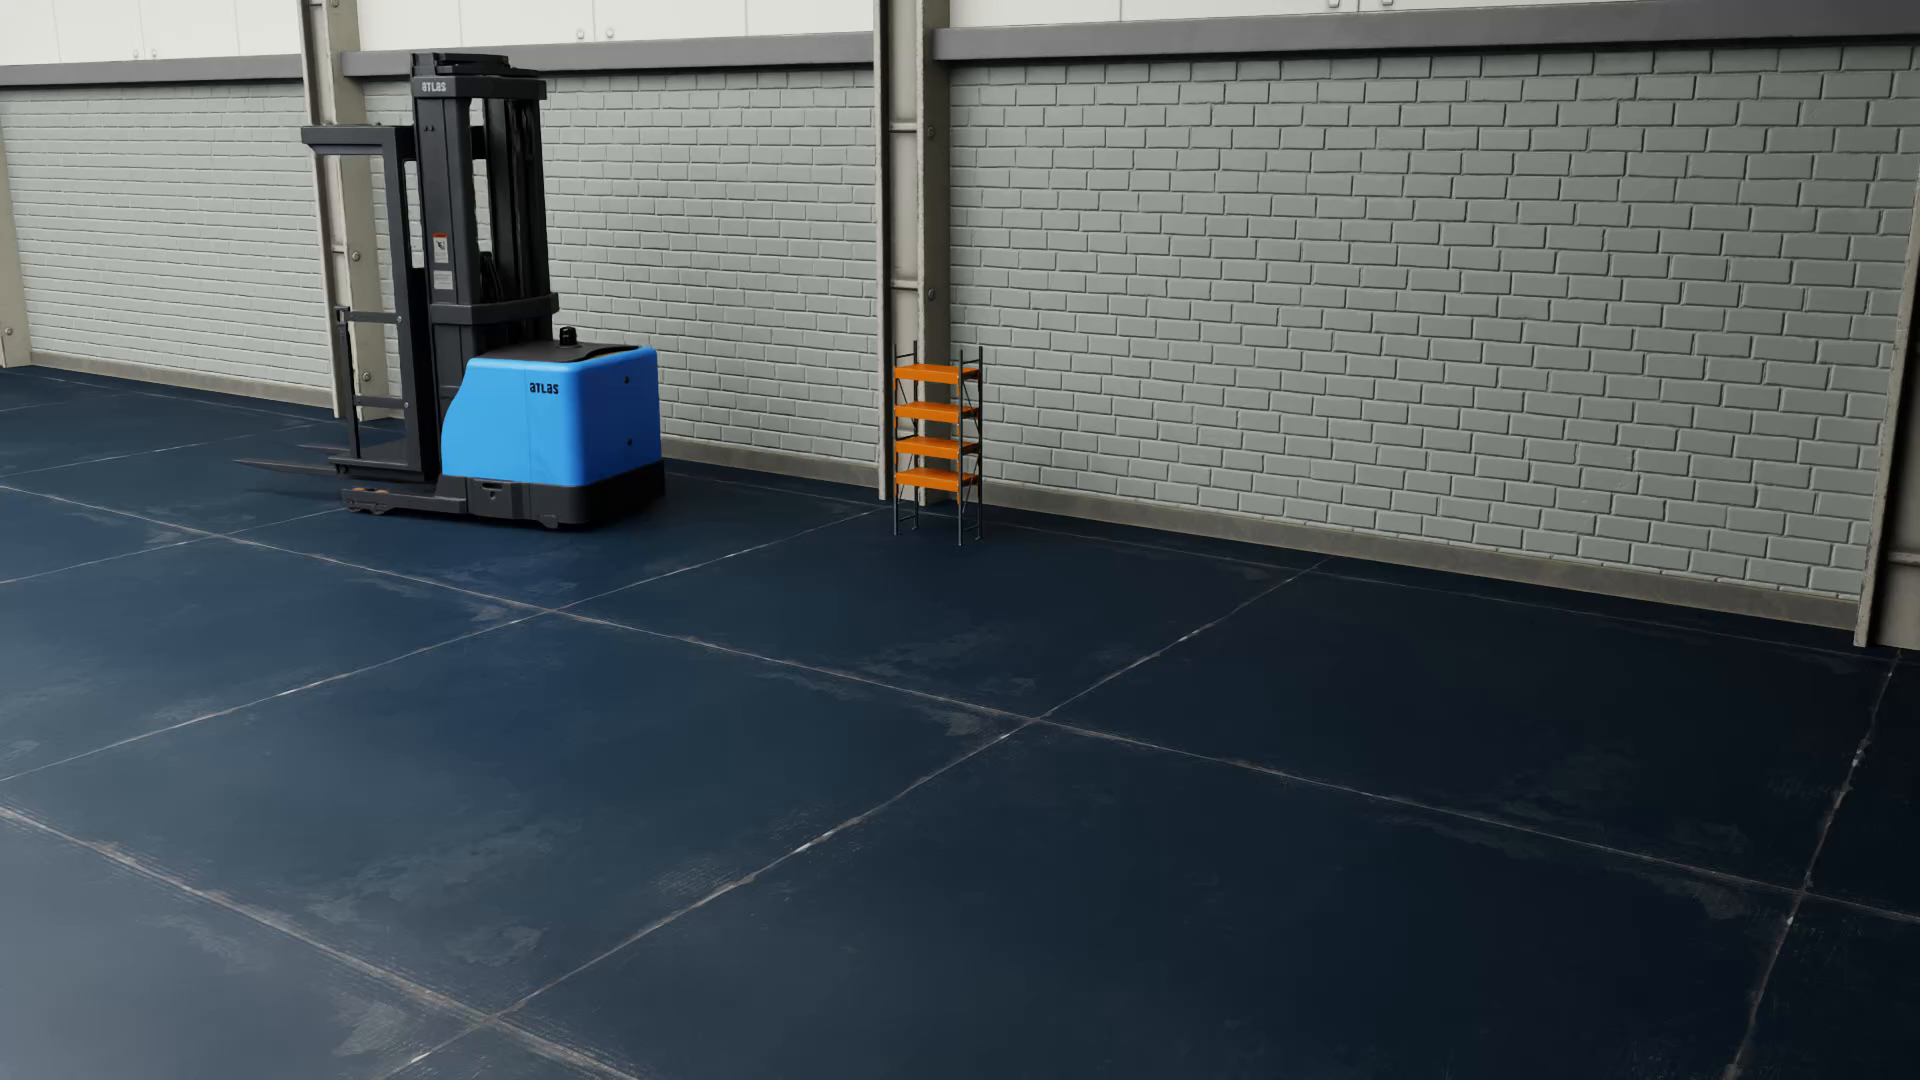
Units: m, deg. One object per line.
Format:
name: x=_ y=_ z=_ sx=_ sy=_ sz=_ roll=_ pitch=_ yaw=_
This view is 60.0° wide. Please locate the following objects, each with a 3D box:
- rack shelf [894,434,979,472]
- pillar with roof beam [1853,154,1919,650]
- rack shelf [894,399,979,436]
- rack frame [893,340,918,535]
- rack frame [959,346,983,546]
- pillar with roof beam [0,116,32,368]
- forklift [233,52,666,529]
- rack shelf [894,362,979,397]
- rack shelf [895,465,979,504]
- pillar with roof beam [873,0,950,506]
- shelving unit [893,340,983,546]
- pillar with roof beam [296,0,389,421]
rack shelf: x=-0.137 y=-0.539 z=10.285 sx=0.480 sy=0.148 sz=0.258 roll=9 pitch=17 yaw=33
pillar with roof beam: x=2.263 y=-2.993 z=3.687 sx=0.400 sy=9.000 sz=9.100 roll=9 pitch=17 yaw=33
rack shelf: x=-0.137 y=-0.756 z=10.231 sx=0.480 sy=0.148 sz=0.258 roll=9 pitch=17 yaw=33
rack frame: x=-0.340 y=-0.637 z=10.401 sx=0.015 sy=1.200 sz=0.240 roll=9 pitch=17 yaw=33
rack frame: x=0.065 y=-0.572 z=10.136 sx=0.015 sy=1.200 sz=0.240 roll=9 pitch=17 yaw=33
pillar with roof beam: x=-12.672 y=-5.407 z=13.438 sx=0.400 sy=9.000 sz=9.100 roll=9 pitch=17 yaw=33
forklift: x=-3.566 y=-1.699 z=11.086 sx=3.031 sy=2.935 sz=1.130 roll=6 pitch=15 yaw=21
rack shelf: x=-0.137 y=-0.986 z=10.174 sx=0.480 sy=0.148 sz=0.258 roll=9 pitch=17 yaw=33
rack shelf: x=-0.137 y=-0.347 z=10.333 sx=0.480 sy=0.148 sz=0.258 roll=9 pitch=17 yaw=33
pillar with roof beam: x=-2.715 y=-3.798 z=6.937 sx=0.400 sy=9.000 sz=9.100 roll=9 pitch=17 yaw=33
shelving unit: x=-0.137 y=-0.605 z=10.269 sx=0.503 sy=1.200 sz=0.258 roll=9 pitch=17 yaw=33
pillar with roof beam: x=-7.694 y=-4.602 z=10.188 sx=0.400 sy=9.000 sz=9.100 roll=9 pitch=17 yaw=33
